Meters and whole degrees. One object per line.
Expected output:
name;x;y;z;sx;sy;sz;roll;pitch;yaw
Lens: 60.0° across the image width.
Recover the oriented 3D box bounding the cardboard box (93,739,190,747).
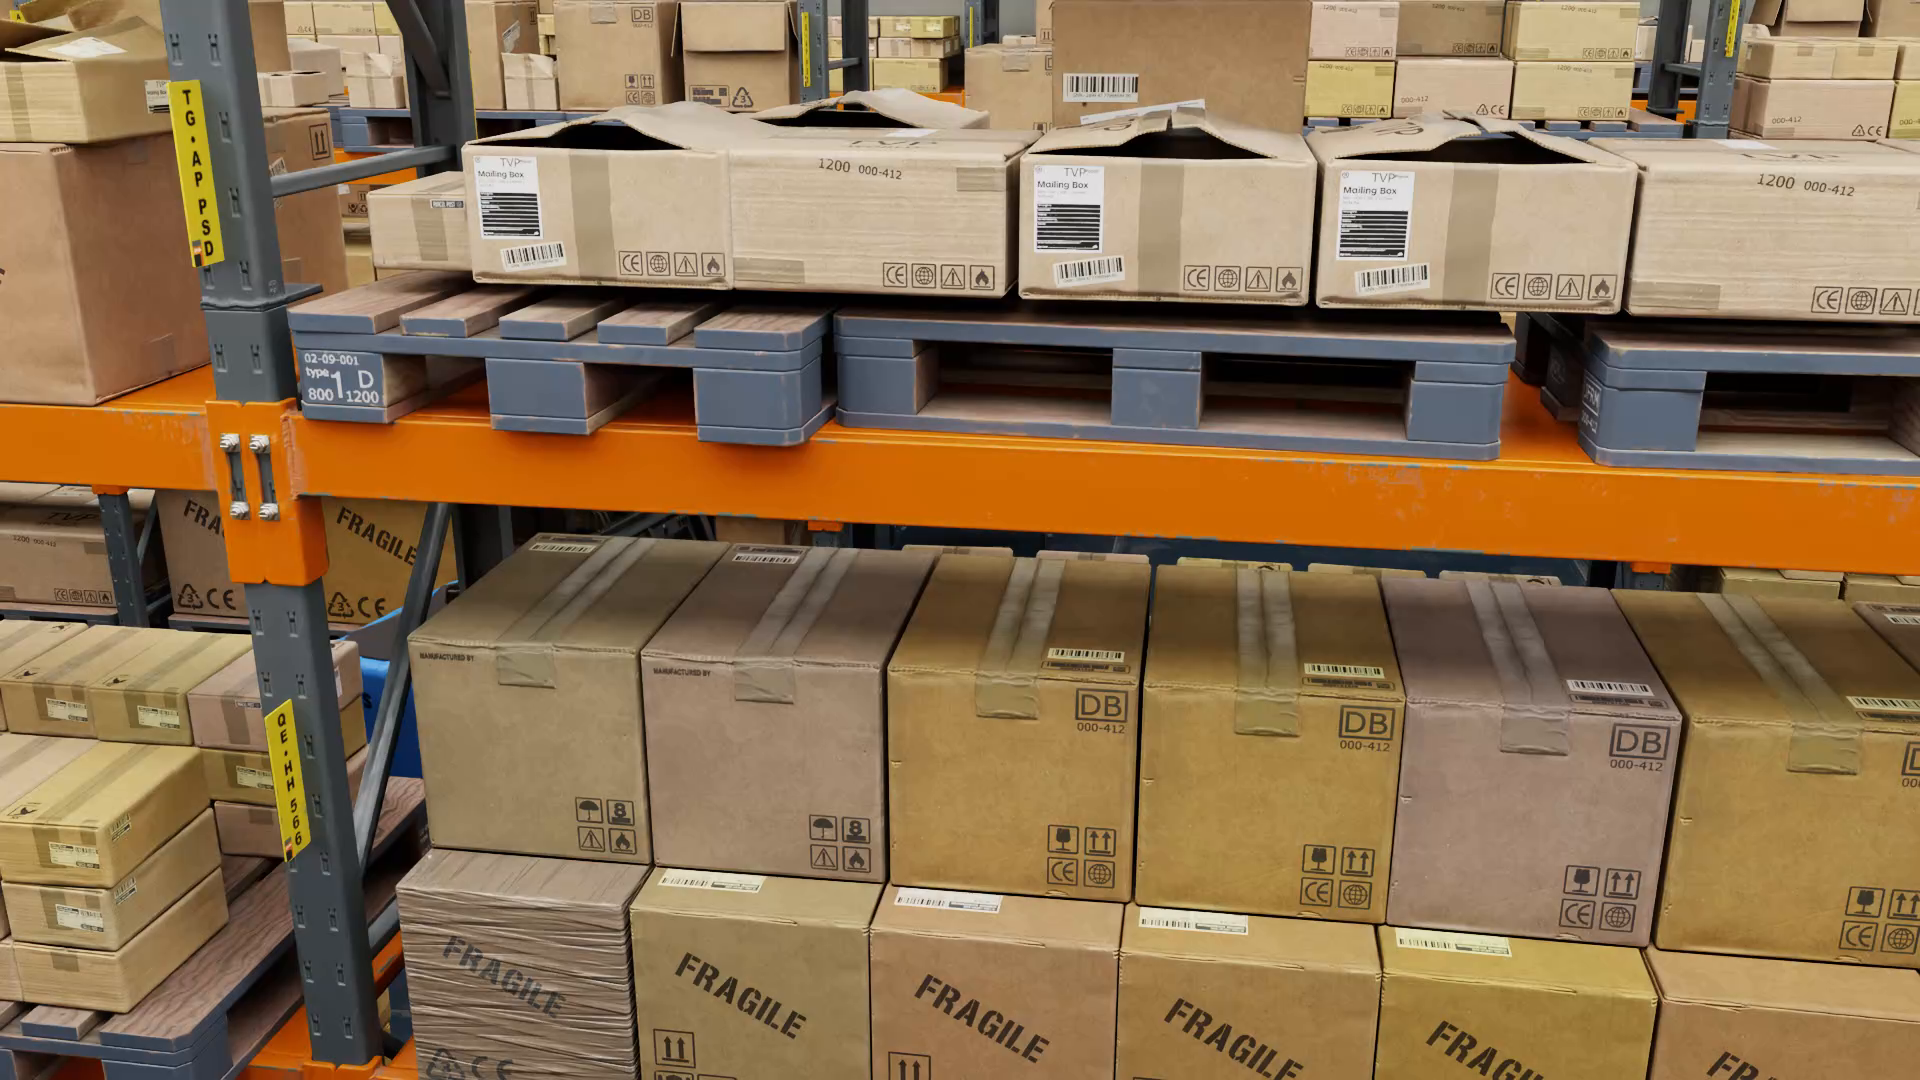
cardboard box;-2.010;0.512;4.310;0.250;0.149;0.380;4;19;11

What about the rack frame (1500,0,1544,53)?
rack frame;4.122;-4.921;11.829;0.127;3.000;1.000;3;19;9

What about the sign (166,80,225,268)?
sign;-1.385;-0.664;3.019;0.005;0.325;0.100;3;19;9

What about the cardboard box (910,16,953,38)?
cardboard box;-0.214;-3.884;12.595;0.250;0.149;0.380;4;19;10

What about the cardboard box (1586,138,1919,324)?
cardboard box;1.399;-0.556;2.928;0.500;0.250;0.500;3;19;8

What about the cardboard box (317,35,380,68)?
cardboard box;-4.808;-3.940;13.392;0.500;0.250;0.500;2;19;7

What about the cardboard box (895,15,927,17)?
cardboard box;-0.393;-4.086;13.200;0.250;0.149;0.380;3;19;9

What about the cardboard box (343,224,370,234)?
cardboard box;-3.567;-1.478;9.259;0.500;0.500;0.500;3;19;10

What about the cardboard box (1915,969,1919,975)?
cardboard box;2.095;1.045;3.295;0.500;0.500;0.500;3;19;8

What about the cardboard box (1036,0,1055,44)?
cardboard box;0.849;-3.881;12.471;0.500;0.500;0.500;3;19;9

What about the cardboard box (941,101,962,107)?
cardboard box;-0.075;-1.999;8.035;0.258;0.266;0.396;3;19;9

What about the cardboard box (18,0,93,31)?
cardboard box;-2.161;-1.132;3.868;0.258;0.266;0.396;3;19;9

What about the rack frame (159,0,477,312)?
rack frame;-1.296;-2.011;3.133;0.127;3.000;1.000;3;19;9

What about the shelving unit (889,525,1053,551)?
shelving unit;0.084;-0.707;11.052;1.048;1.500;0.538;3;19;9

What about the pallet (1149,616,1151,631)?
pallet;1.361;0.702;8.873;1.213;0.211;1.003;3;19;9

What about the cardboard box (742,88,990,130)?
cardboard box;-0.217;-0.835;3.664;0.500;0.311;0.500;3;19;9

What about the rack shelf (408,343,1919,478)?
rack shelf;0.678;-0.240;3.391;3.809;0.124;0.919;3;19;9

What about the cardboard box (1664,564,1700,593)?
cardboard box;3.965;0.174;8.546;0.500;0.500;0.500;3;19;8

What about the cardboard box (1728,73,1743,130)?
cardboard box;3.819;-2.076;7.819;0.500;0.250;0.500;3;19;8

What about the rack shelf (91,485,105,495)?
rack shelf;-6.535;-0.683;9.751;4.000;0.370;1.077;3;19;9

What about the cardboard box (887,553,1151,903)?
cardboard box;0.152;0.388;3.683;0.500;0.500;0.700;3;19;8

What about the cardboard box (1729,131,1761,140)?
cardboard box;3.610;-1.731;7.418;0.250;0.149;0.380;3;19;8

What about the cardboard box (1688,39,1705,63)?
cardboard box;5.276;-3.470;11.795;0.250;0.149;0.380;3;19;10

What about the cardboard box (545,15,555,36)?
cardboard box;-3.033;-4.000;12.912;0.250;0.149;0.380;3;19;8

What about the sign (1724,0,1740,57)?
sign;3.254;-2.201;6.992;0.005;0.325;0.100;3;19;9

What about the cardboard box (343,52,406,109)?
cardboard box;-2.812;-2.280;8.213;0.258;0.266;0.396;4;19;13

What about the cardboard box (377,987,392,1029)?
cardboard box;-1.939;1.354;4.626;0.500;0.250;0.500;2;19;6

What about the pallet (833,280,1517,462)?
pallet;0.452;-0.428;3.426;1.213;0.211;1.003;4;19;11

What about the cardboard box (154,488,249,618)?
cardboard box;-3.936;-0.109;9.589;0.875;0.875;0.875;4;19;10

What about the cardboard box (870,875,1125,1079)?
cardboard box;0.104;0.943;3.598;0.500;0.500;0.500;3;19;9

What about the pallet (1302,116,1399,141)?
pallet;1.721;-1.970;8.033;1.003;0.211;1.213;3;19;9

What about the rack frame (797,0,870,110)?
rack frame;-0.611;-3.567;7.783;0.127;3.000;1.000;3;19;9

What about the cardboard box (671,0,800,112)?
cardboard box;-1.007;-2.365;8.091;0.637;0.503;0.797;2;19;5

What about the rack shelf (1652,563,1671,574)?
rack shelf;5.313;-0.079;7.946;4.000;0.370;1.077;3;19;9

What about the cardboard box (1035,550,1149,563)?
cardboard box;0.675;0.391;8.887;0.625;0.372;0.950;3;19;8

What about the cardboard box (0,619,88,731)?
cardboard box;-2.491;0.347;4.334;0.250;0.149;0.380;2;19;6

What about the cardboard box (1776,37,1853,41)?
cardboard box;3.955;-2.266;7.760;0.250;0.149;0.380;2;19;7

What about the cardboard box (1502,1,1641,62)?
cardboard box;2.746;-2.298;7.503;0.500;0.250;0.500;3;19;10

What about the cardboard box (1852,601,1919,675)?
cardboard box;2.162;0.490;3.378;0.500;0.500;0.700;3;19;8

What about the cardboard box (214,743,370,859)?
cardboard box;-1.706;0.668;4.314;0.250;0.149;0.380;3;19;8

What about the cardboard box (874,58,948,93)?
cardboard box;-0.373;-3.579;12.781;0.500;0.250;0.500;2;19;7

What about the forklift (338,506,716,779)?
forklift;-1.021;0.094;6.404;3.031;2.935;1.130;7;20;19

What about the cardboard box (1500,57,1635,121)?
cardboard box;2.739;-2.056;7.567;0.500;0.250;0.500;3;19;8

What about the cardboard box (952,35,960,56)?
cardboard box;-0.150;-3.911;13.146;0.250;0.149;0.380;3;19;9
